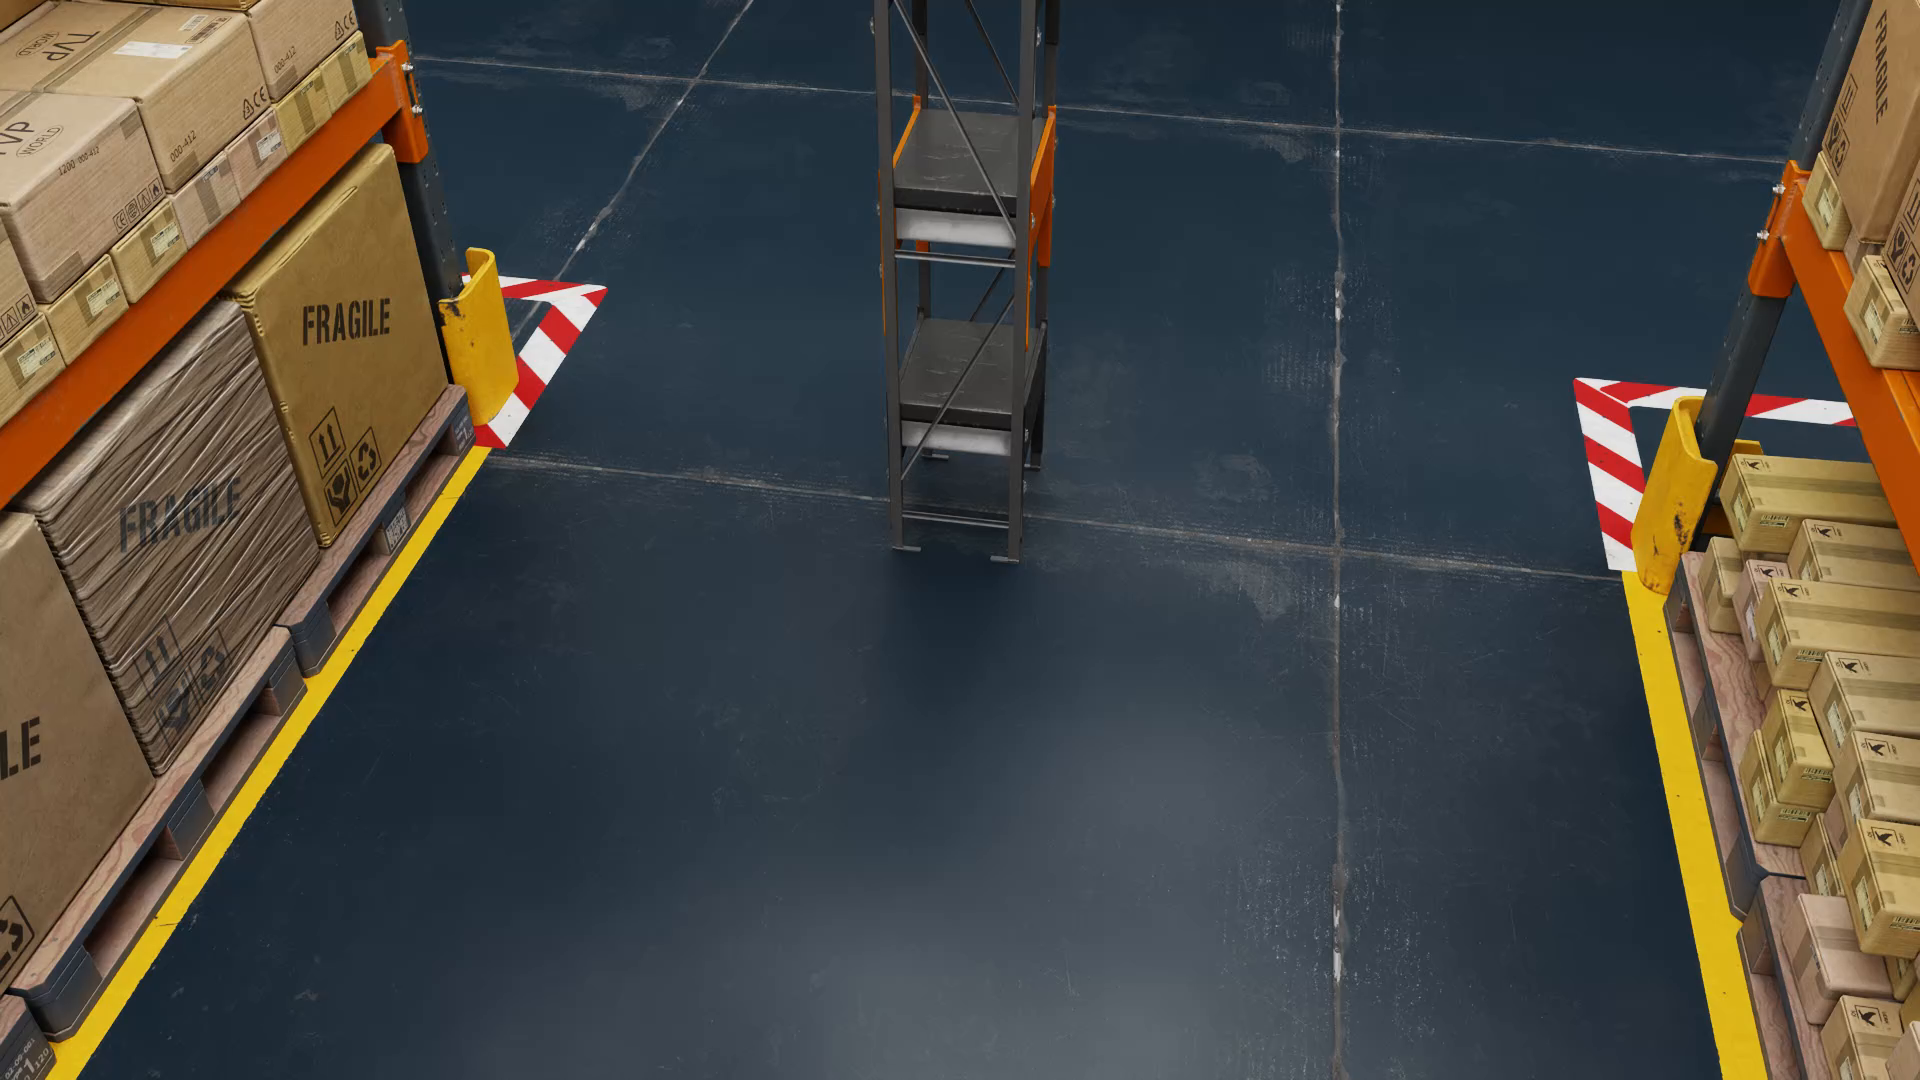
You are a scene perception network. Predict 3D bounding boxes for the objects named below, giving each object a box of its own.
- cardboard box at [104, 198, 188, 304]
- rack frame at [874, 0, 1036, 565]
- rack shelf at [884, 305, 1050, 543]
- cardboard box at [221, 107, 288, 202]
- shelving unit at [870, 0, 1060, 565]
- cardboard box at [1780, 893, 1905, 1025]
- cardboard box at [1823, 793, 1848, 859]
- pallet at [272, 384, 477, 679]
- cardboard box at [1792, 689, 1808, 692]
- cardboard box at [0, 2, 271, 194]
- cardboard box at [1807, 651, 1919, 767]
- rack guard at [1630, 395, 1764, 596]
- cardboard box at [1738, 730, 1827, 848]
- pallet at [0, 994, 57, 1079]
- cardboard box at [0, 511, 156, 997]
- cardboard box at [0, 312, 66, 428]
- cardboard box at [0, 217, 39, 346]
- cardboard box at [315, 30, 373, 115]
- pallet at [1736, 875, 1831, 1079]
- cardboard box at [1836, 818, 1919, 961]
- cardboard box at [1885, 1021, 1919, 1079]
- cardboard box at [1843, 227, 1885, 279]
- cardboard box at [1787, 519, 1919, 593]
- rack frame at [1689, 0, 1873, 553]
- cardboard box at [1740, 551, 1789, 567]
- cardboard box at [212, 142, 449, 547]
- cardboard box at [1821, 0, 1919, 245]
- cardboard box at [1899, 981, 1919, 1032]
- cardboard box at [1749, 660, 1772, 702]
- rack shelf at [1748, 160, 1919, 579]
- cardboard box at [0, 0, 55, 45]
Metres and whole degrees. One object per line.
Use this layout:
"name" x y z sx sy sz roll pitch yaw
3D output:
"cardboard box" -2.086 -0.699 3.938 0.380 0.149 0.250 6 40 7
"rack frame" -0.014 -0.760 4.521 0.400 2.100 0.015 6 40 8
"rack shelf" 0.029 -0.363 5.161 0.431 0.518 0.480 6 40 8
"cardboard box" -1.999 -1.018 4.325 0.380 0.149 0.250 6 40 8
"shelving unit" 0.029 -0.913 4.707 0.431 2.100 0.503 6 40 8
"cardboard box" 2.056 0.940 3.667 0.380 0.149 0.250 5 40 6
"cardboard box" 2.189 0.692 3.734 0.380 0.149 0.250 5 40 6
"pallet" -2.235 -0.111 5.219 1.003 0.211 1.213 6 40 8
"cardboard box" 2.293 0.365 4.128 0.380 0.149 0.250 7 40 8
"cardboard box" -2.084 -1.102 4.113 0.500 0.250 0.500 6 40 7
"cardboard box" 2.209 0.408 3.844 0.380 0.149 0.250 5 40 5
"rack guard" 2.681 -0.075 4.949 1.175 0.500 0.348 6 40 8
"cardboard box" 2.135 0.622 4.051 0.380 0.149 0.250 7 40 8
"pallet" -2.657 1.420 3.367 1.003 0.211 1.213 6 40 8
"cardboard box" -2.517 0.501 3.628 0.875 0.875 0.875 6 40 8
"cardboard box" -2.175 -0.381 3.554 0.380 0.149 0.250 7 40 9
"cardboard box" -2.258 -0.455 3.331 0.500 0.250 0.500 6 40 8
"cardboard box" -1.911 -1.340 4.714 0.380 0.149 0.250 7 40 9
"pallet" 2.292 1.305 3.505 1.003 0.211 1.213 6 40 8
"cardboard box" 2.061 0.741 3.441 0.380 0.149 0.250 7 40 8
"cardboard box" 1.961 1.053 3.063 0.380 0.149 0.250 5 40 6
"cardboard box" 2.312 -0.658 3.889 0.380 0.149 0.250 8 40 9
"cardboard box" 2.340 0.099 4.217 0.380 0.149 0.250 7 40 8
"rack frame" 2.694 -1.086 4.210 1.000 3.000 0.127 6 40 8
"cardboard box" 2.351 0.036 4.526 0.380 0.149 0.250 8 40 10
"cardboard box" -2.205 -0.629 4.995 0.875 0.875 0.875 6 40 8
"cardboard box" 2.345 -0.988 3.779 0.500 0.500 0.500 8 40 10
"cardboard box" 2.126 1.035 3.319 0.380 0.149 0.250 8 40 10
"cardboard box" 2.324 0.317 4.420 0.380 0.149 0.250 6 40 7
"rack shelf" 2.348 0.446 2.921 1.077 0.370 4.000 6 40 8
"cardboard box" -2.606 -1.155 4.177 0.500 0.250 0.500 6 40 7
